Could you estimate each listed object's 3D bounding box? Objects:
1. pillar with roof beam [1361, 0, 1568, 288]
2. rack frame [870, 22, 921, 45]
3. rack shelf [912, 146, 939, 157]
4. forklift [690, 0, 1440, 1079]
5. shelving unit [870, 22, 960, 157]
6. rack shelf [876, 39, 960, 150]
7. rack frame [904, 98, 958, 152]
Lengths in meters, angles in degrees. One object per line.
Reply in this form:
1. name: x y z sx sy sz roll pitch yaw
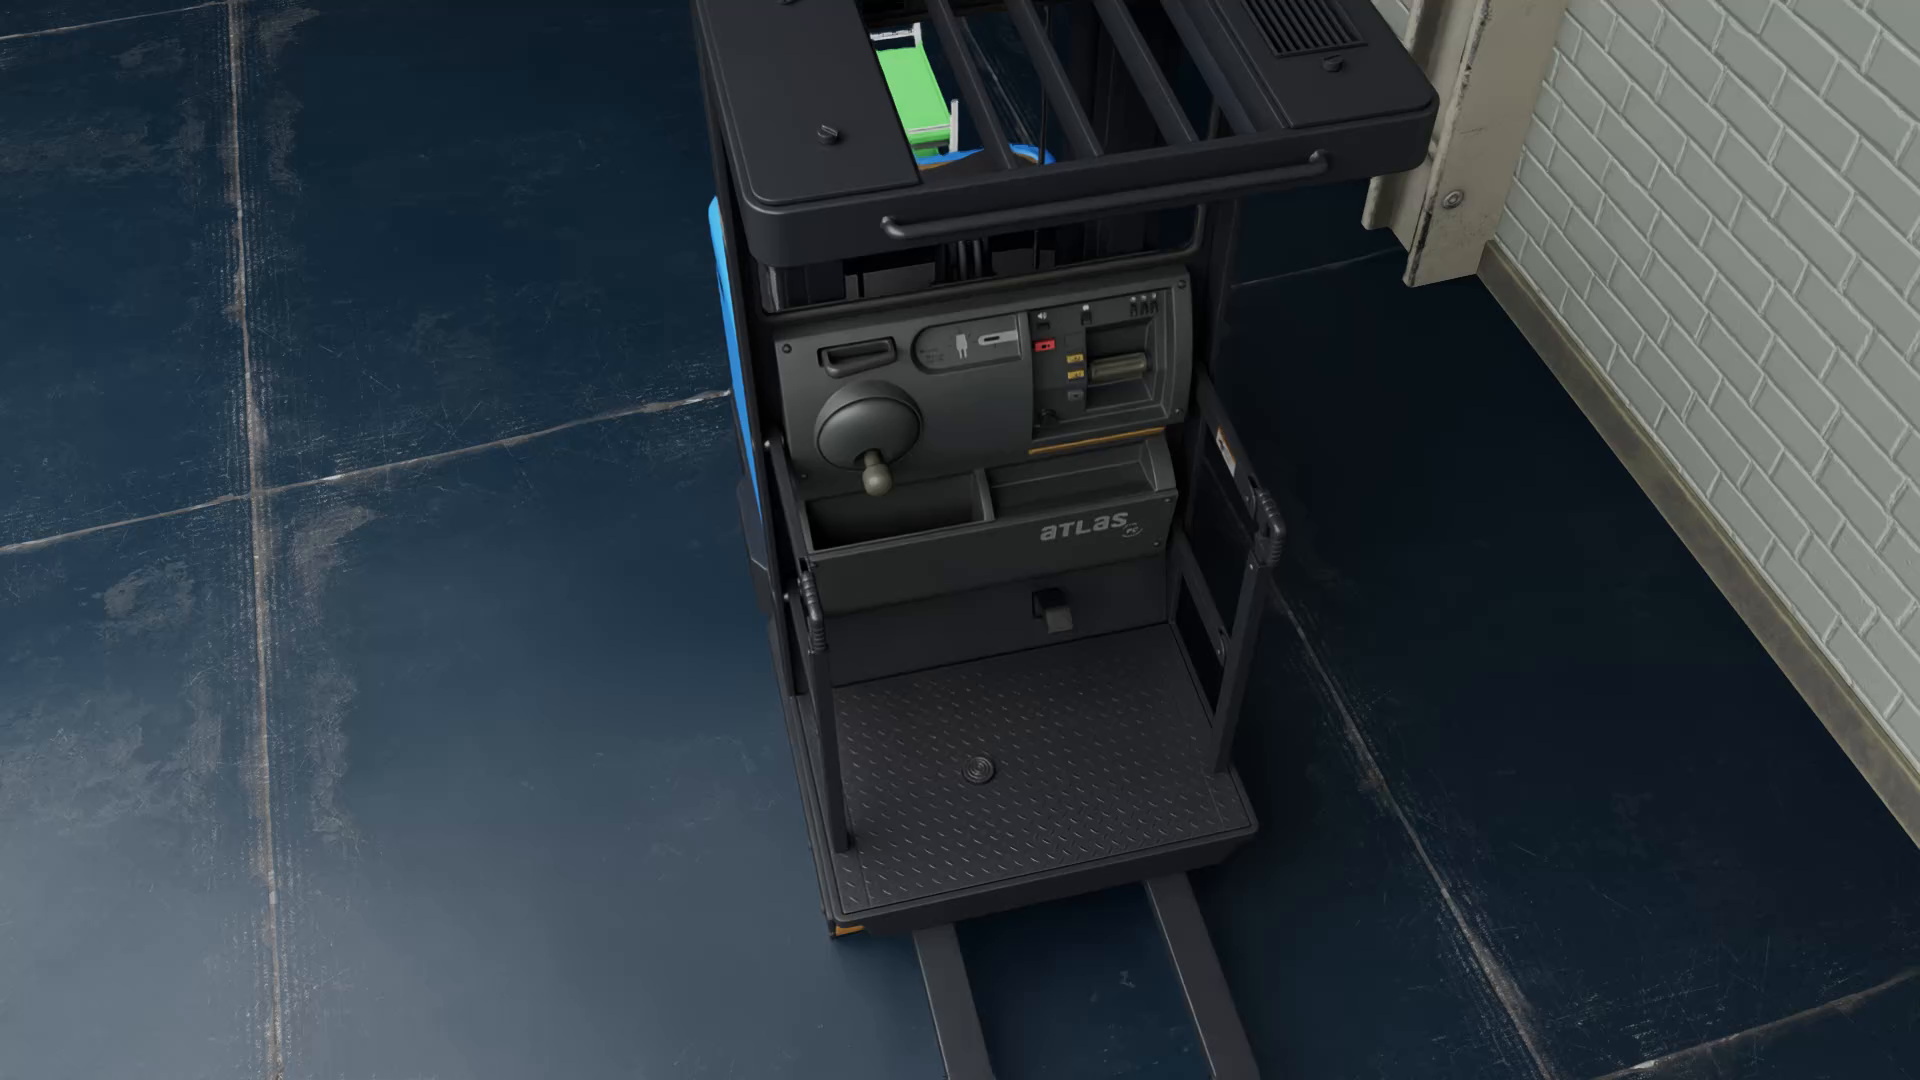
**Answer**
1. pillar with roof beam: -2.400 -3.019 1.910 9.100 9.000 0.400 -13 51 -11
2. rack frame: -0.238 -1.211 5.486 0.240 1.200 0.015 -10 51 -9
3. rack shelf: -0.181 -1.143 5.198 0.258 0.148 0.480 -10 51 -9
4. forklift: 0.117 -0.242 3.537 1.130 2.935 3.031 -10 51 -9
5. shelving unit: -0.181 -1.029 5.333 0.258 1.200 0.503 -10 51 -9
6. rack shelf: -0.181 -1.298 5.015 0.258 0.148 0.480 -10 51 -9
7. rack frame: -0.124 -0.848 5.180 0.240 1.200 0.015 -10 51 -9
